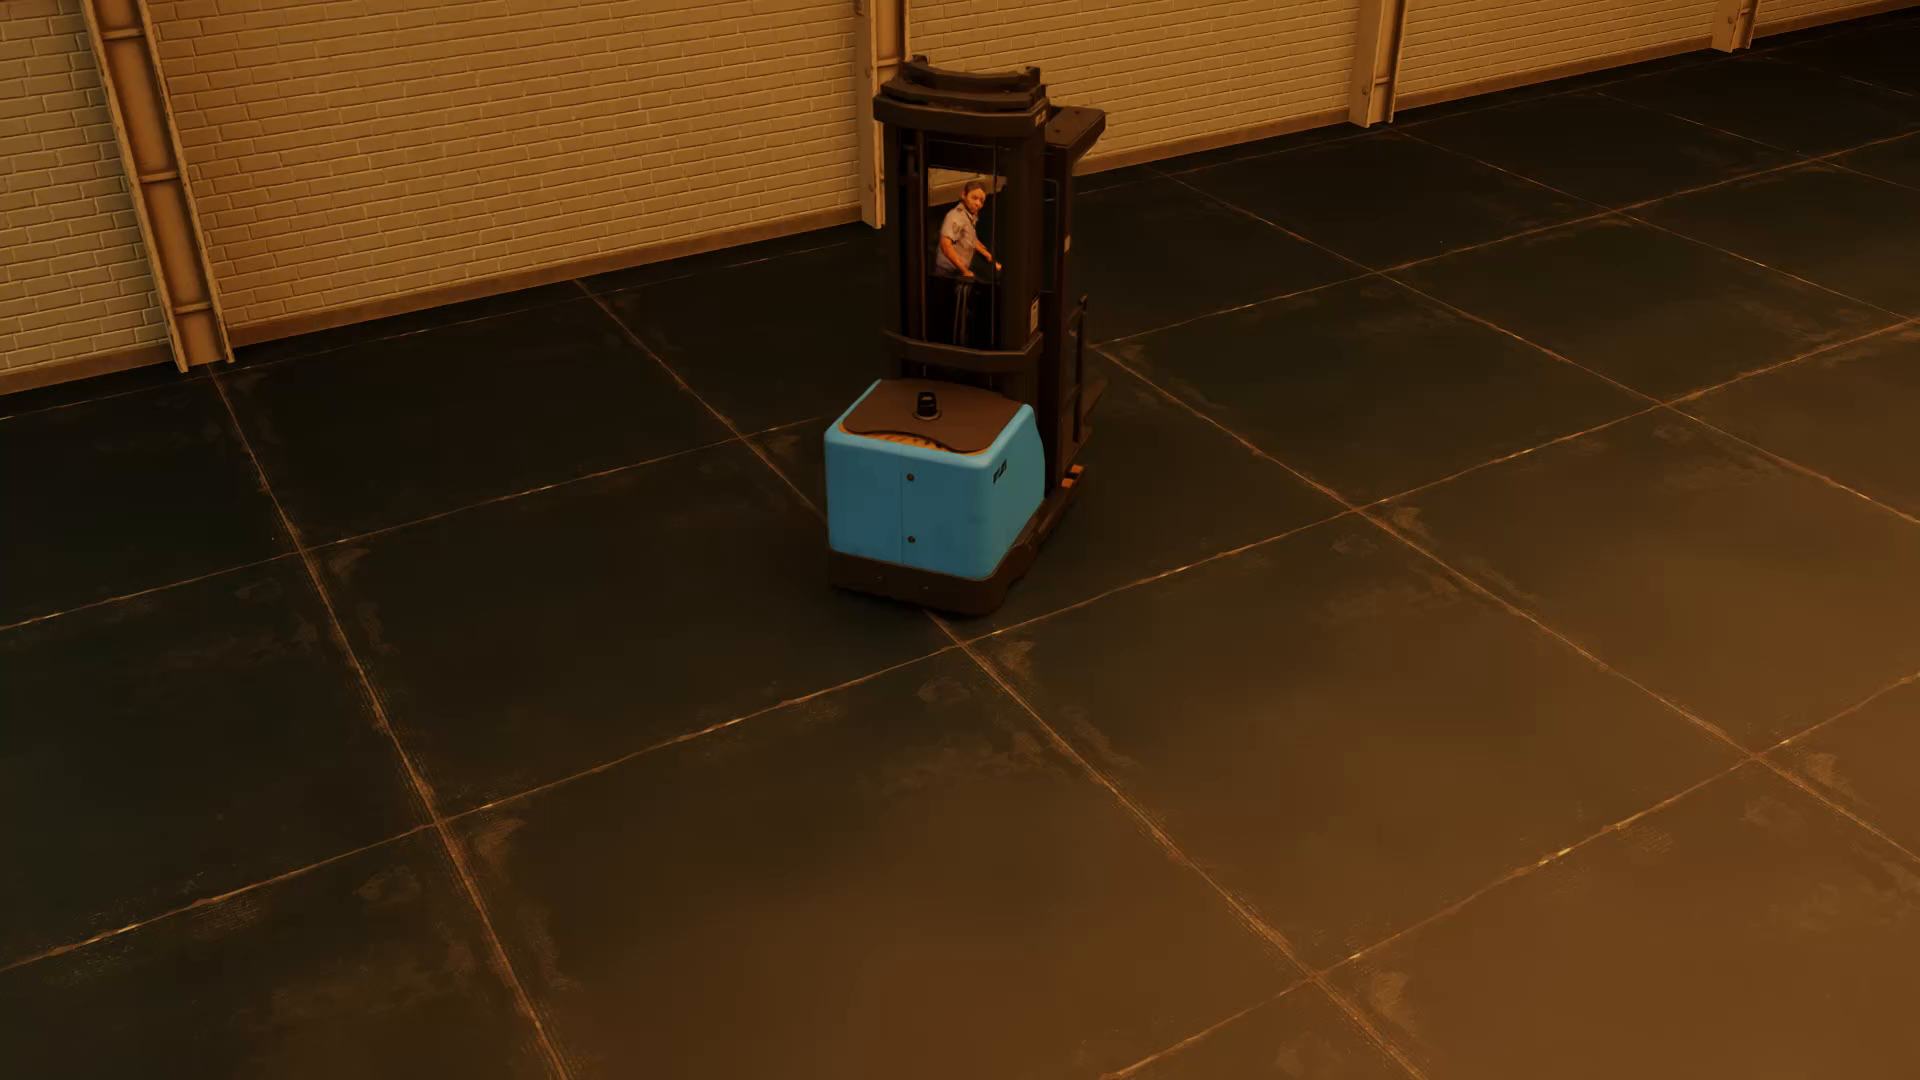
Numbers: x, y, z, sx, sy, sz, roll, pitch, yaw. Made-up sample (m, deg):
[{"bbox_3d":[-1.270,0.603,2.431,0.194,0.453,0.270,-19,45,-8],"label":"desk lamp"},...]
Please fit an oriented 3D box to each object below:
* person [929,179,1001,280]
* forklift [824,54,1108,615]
[{"bbox_3d":[0.064,-1.999,12.527,0.645,1.438,0.854,-1,31,-2],"label":"person"},{"bbox_3d":[0.210,-1.565,10.261,1.130,2.935,3.031,11,33,18],"label":"forklift"}]
